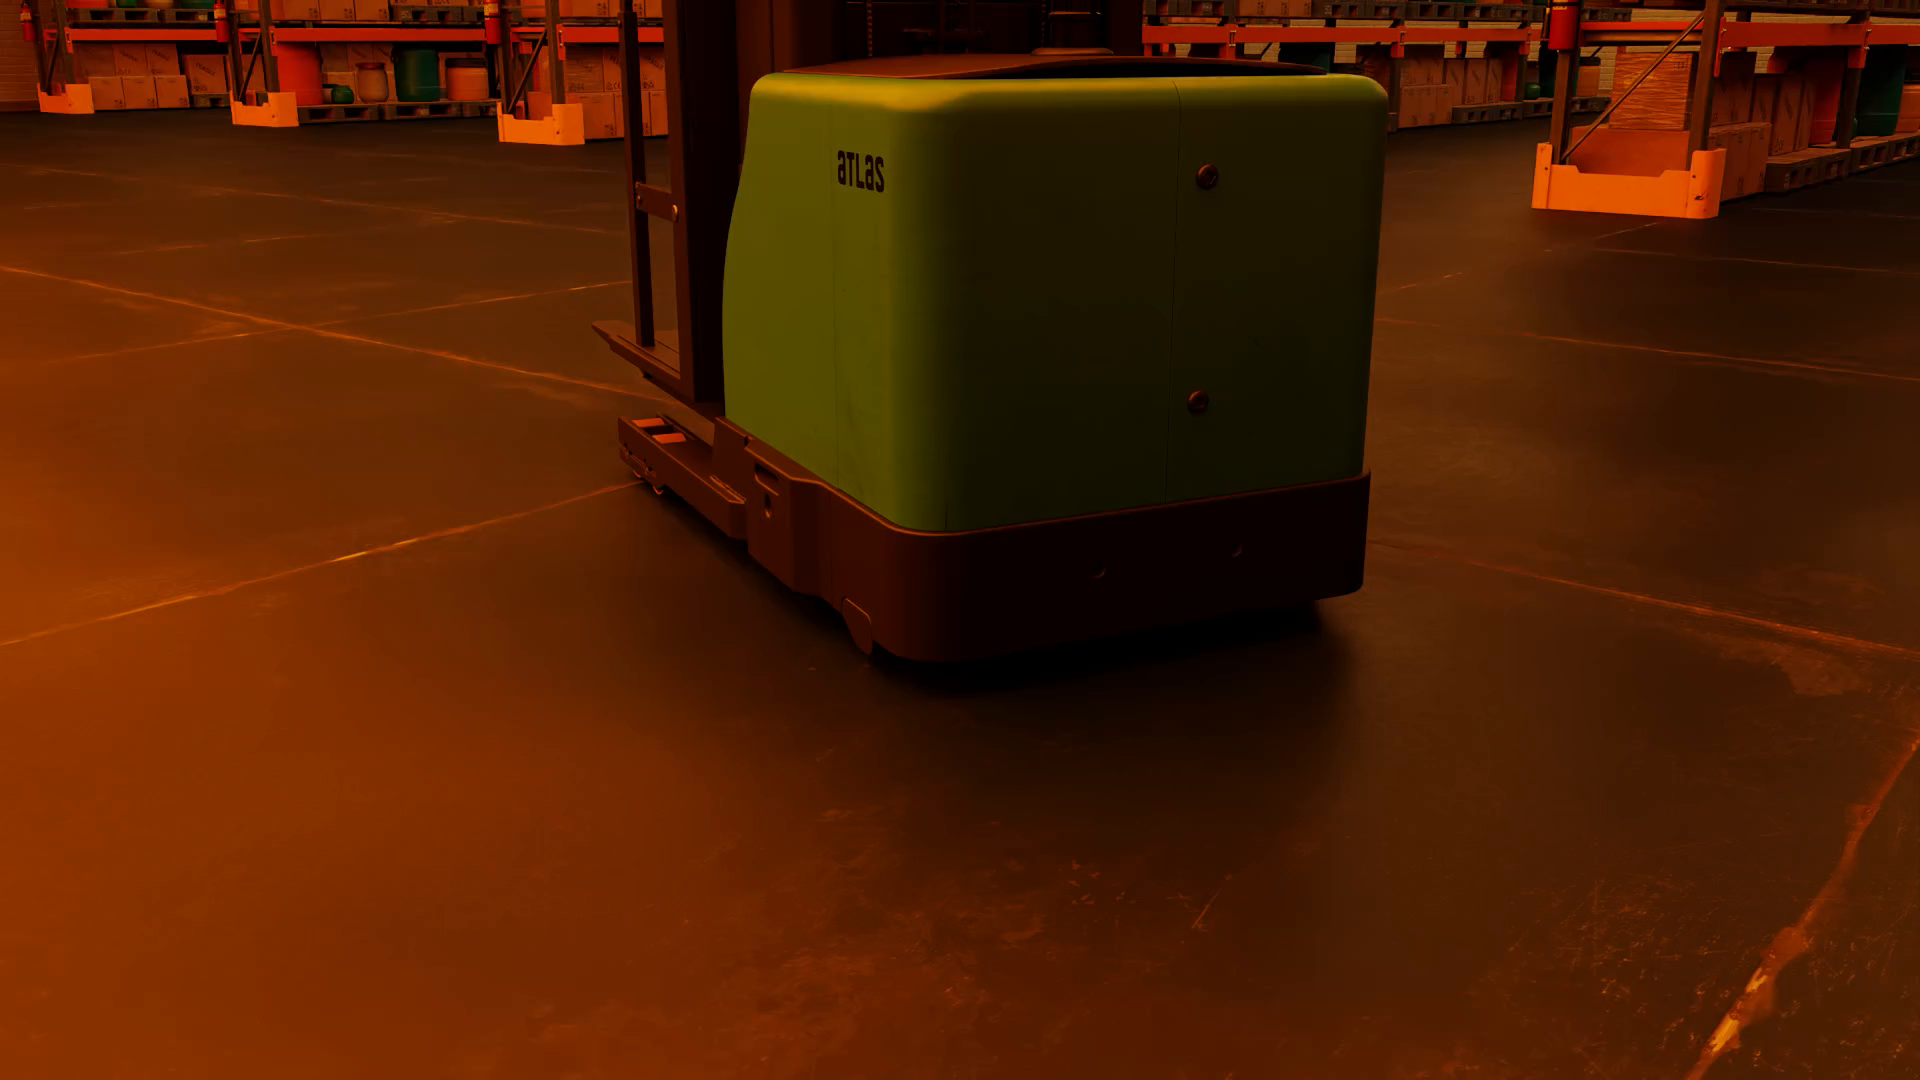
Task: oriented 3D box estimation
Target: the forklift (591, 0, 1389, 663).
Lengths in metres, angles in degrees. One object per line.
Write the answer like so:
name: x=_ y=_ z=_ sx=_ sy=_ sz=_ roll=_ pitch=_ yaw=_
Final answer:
forklift: x=-0.270 y=-1.565 z=4.052 sx=1.130 sy=2.935 sz=3.031 roll=-8 pitch=19 yaw=-25
